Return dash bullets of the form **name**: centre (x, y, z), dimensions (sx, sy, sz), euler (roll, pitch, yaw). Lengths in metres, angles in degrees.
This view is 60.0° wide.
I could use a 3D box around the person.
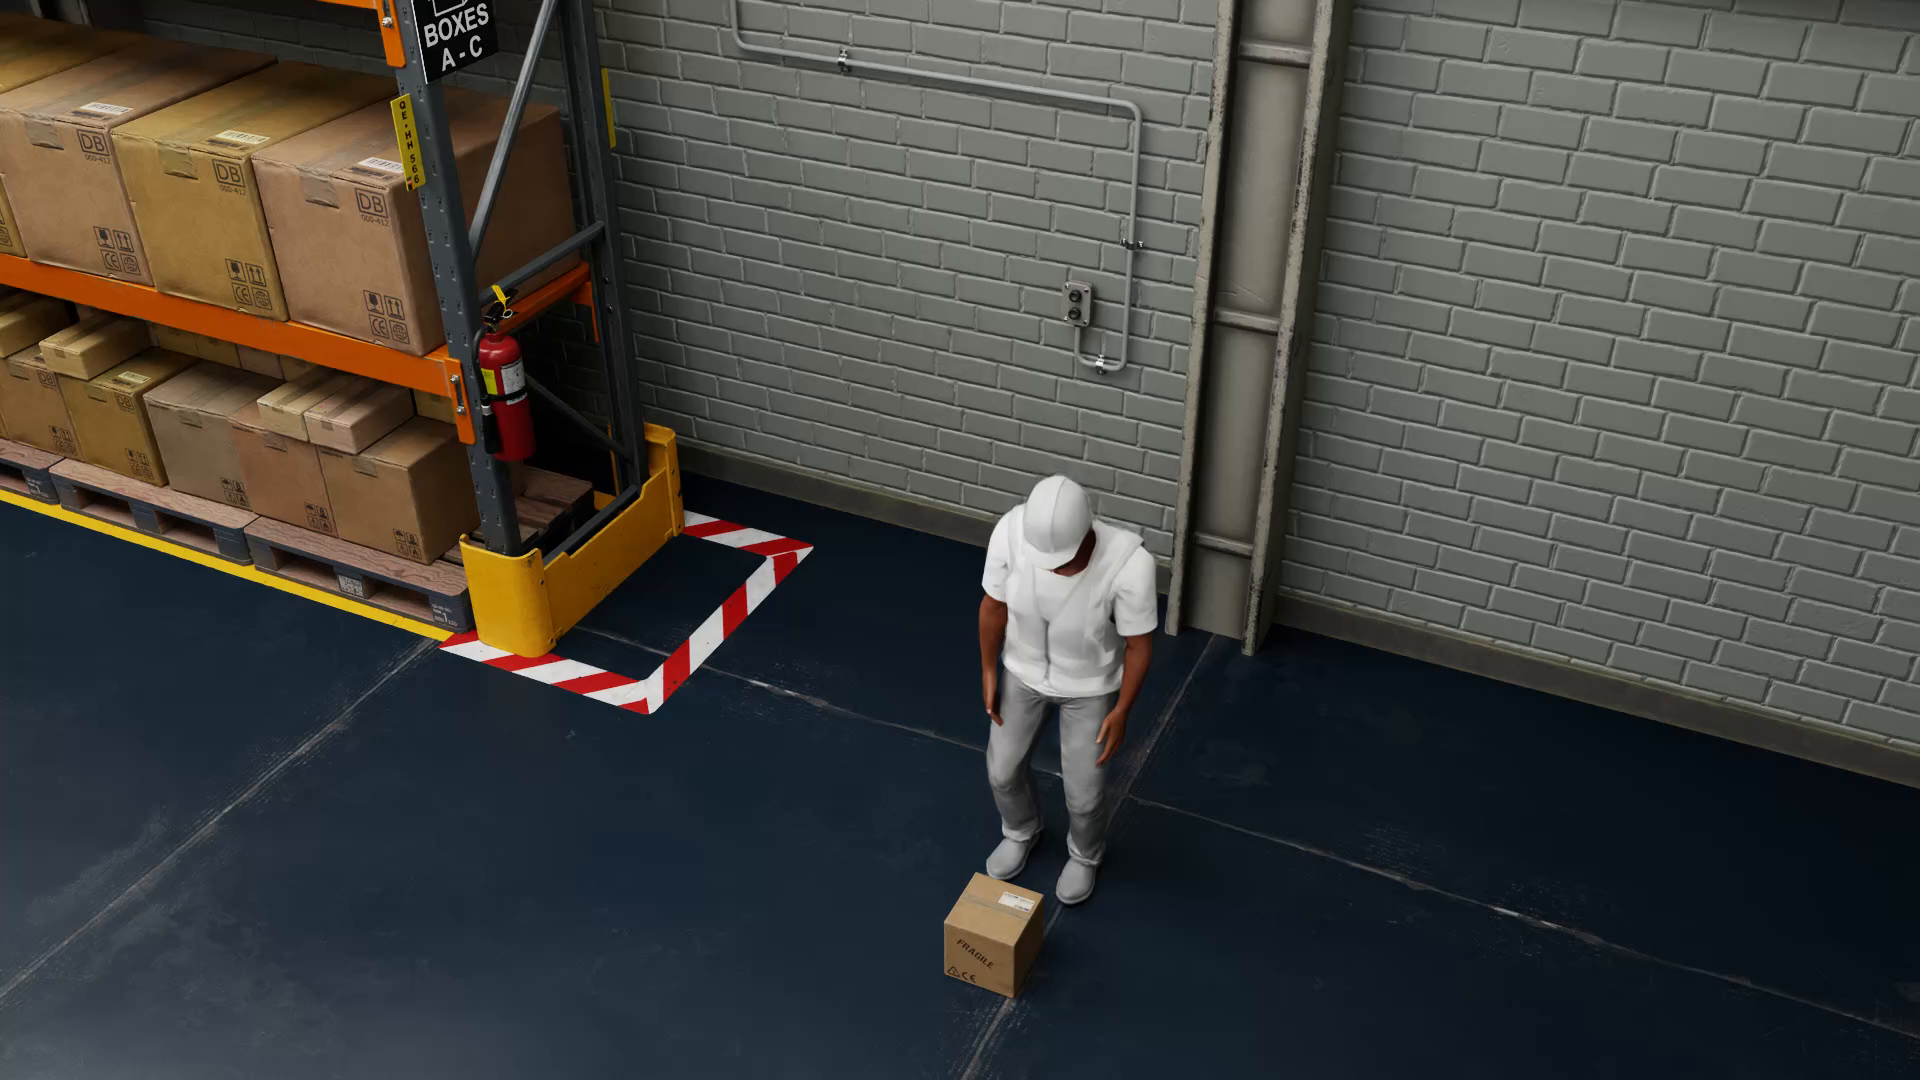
- **person**: centre (0.334, 0.188, 5.269), dimensions (0.599, 0.998, 0.491), euler (15, 36, 22)
